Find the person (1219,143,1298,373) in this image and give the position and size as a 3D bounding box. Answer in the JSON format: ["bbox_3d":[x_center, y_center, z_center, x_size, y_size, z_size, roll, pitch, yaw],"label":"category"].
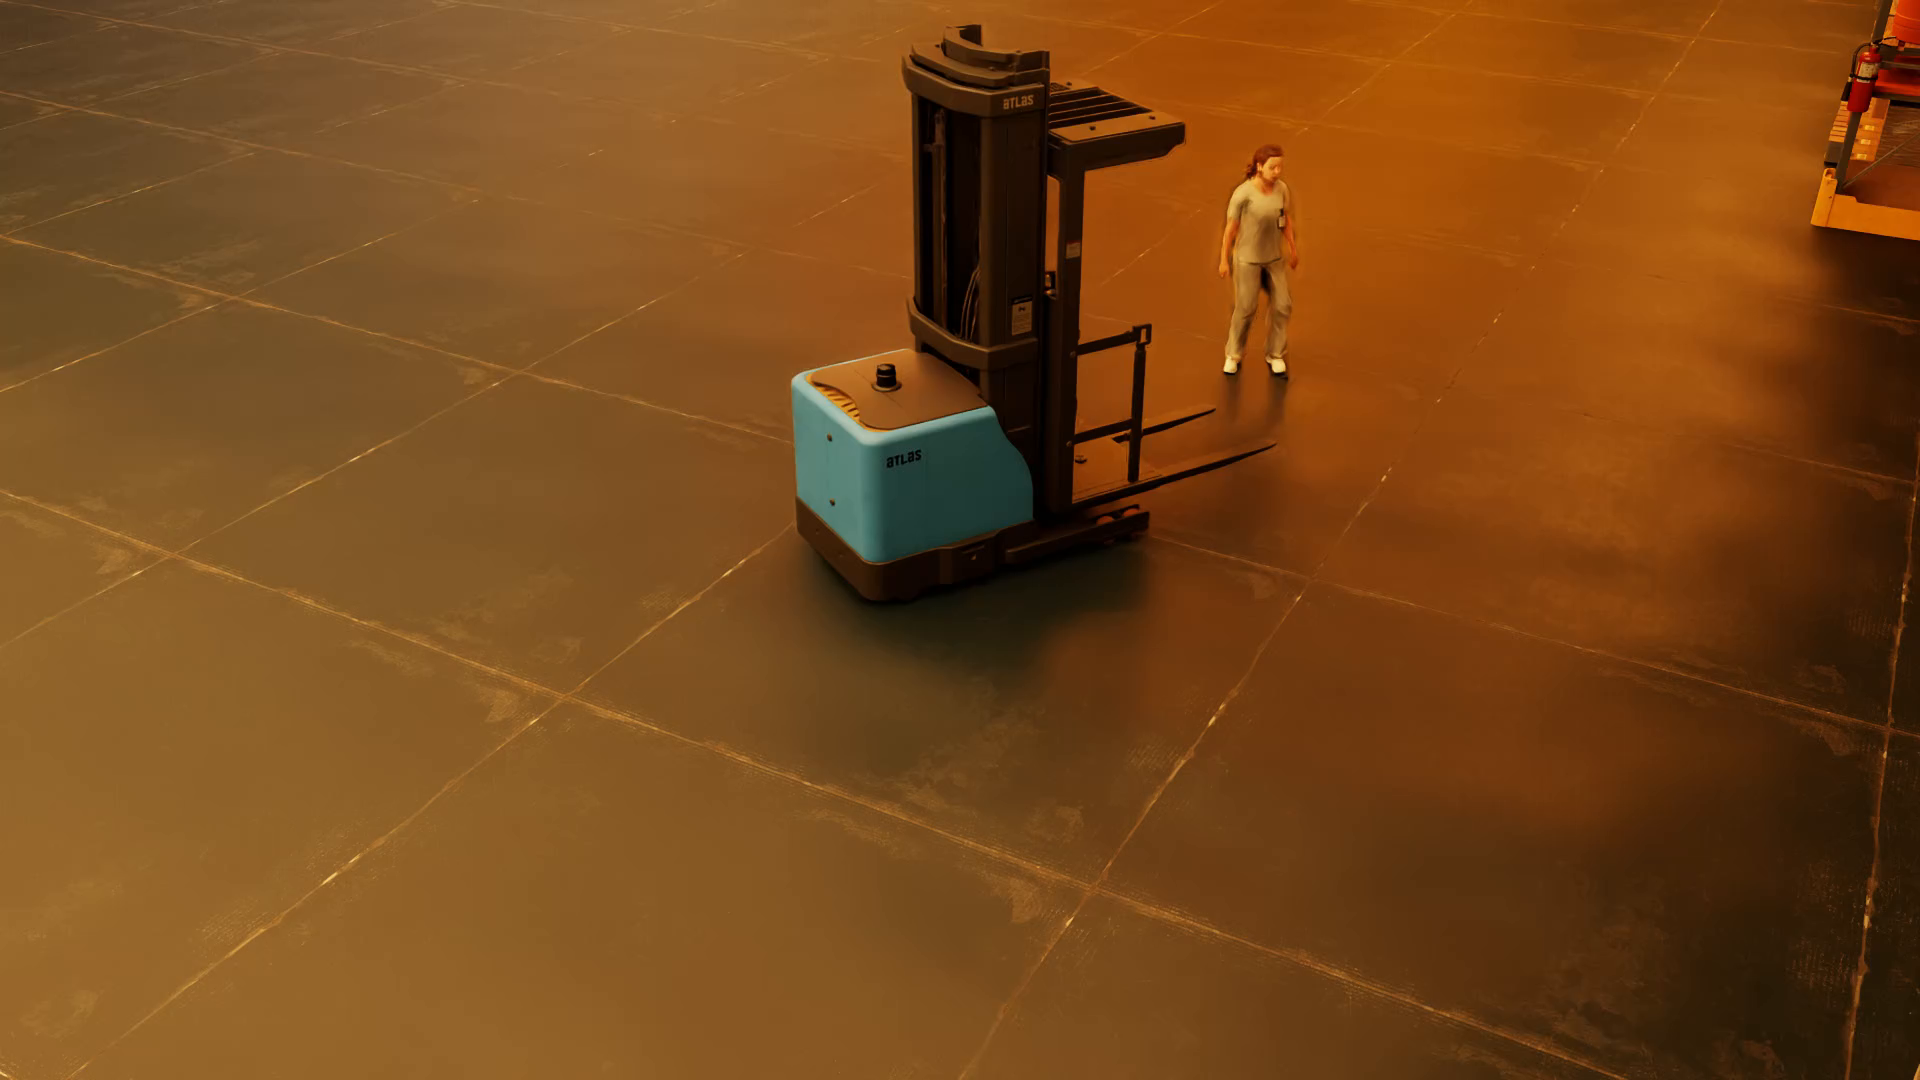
[{"bbox_3d":[2.142,-1.980,11.774,0.607,1.660,0.421,-13,32,-21],"label":"person"}]

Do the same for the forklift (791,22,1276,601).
[{"bbox_3d":[0.550,-1.455,9.592,3.031,2.935,1.130,-16,34,-26],"label":"forklift"}]
